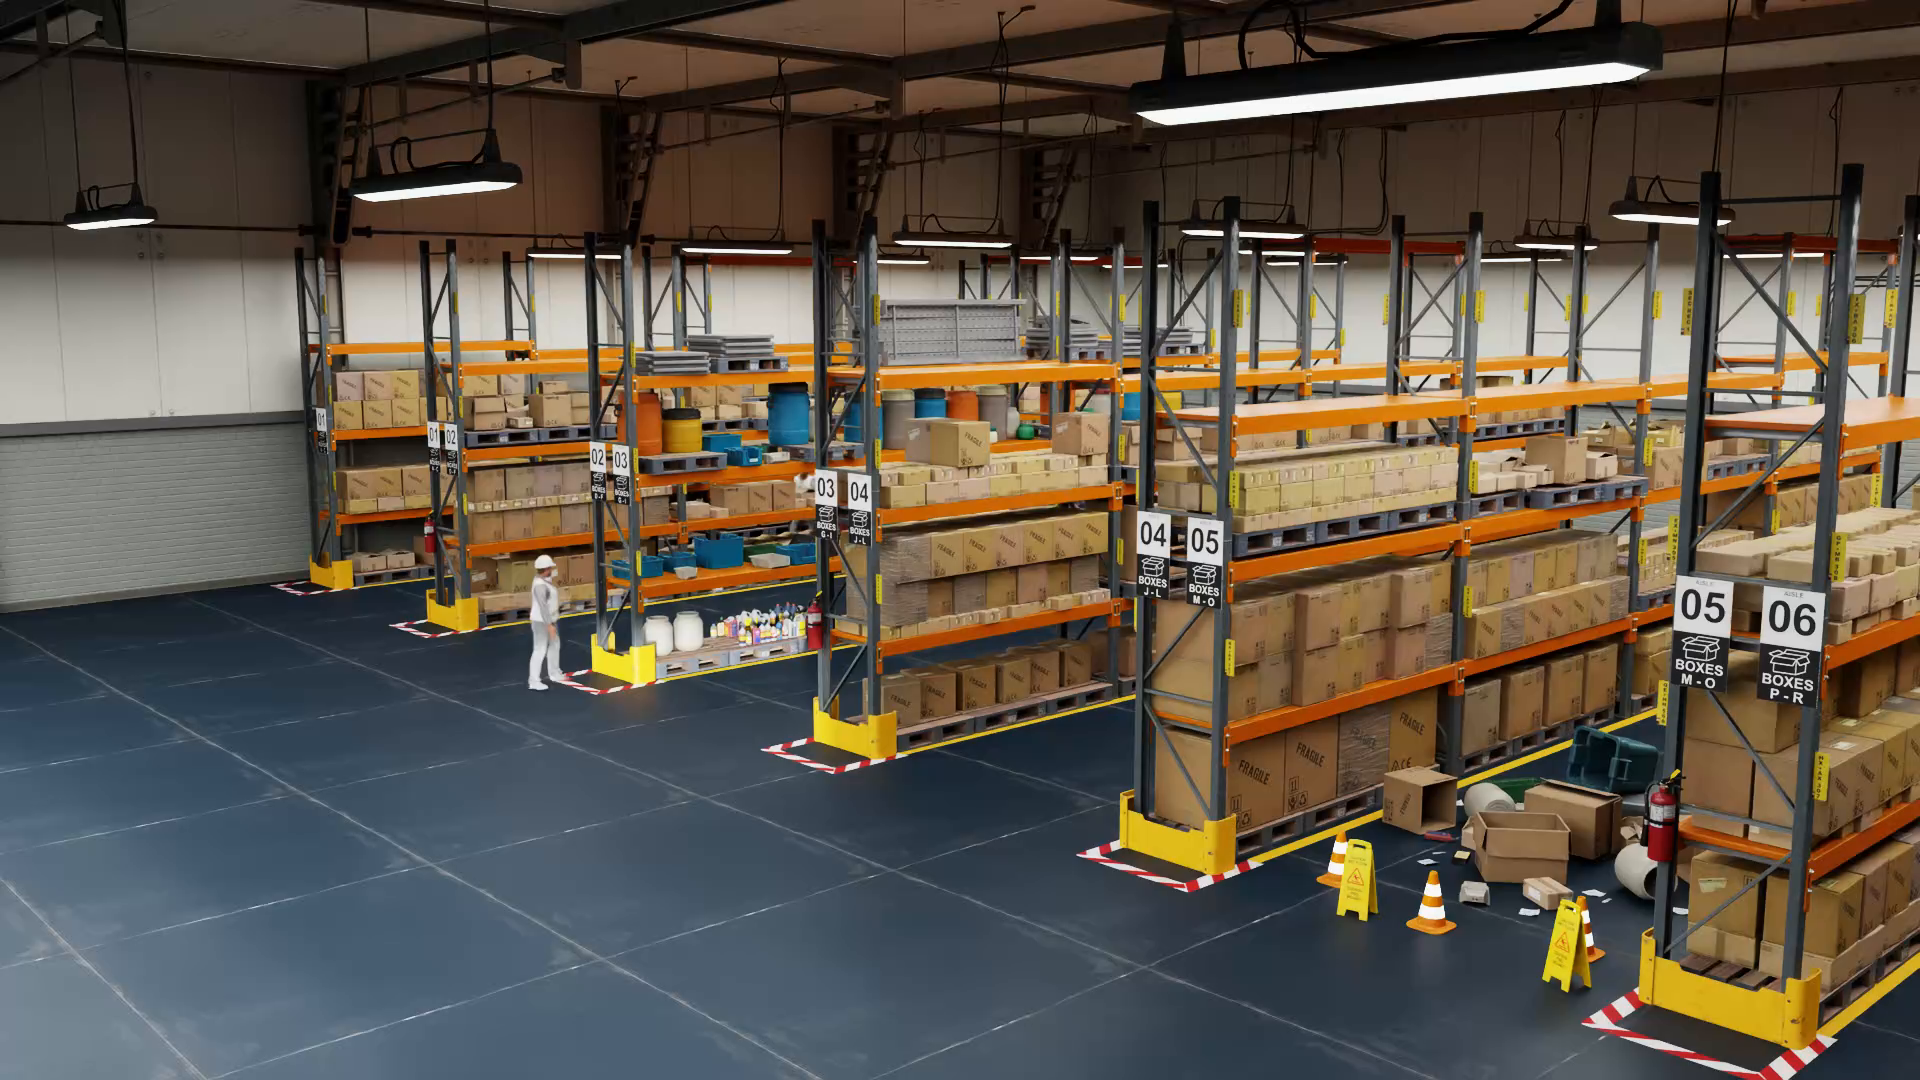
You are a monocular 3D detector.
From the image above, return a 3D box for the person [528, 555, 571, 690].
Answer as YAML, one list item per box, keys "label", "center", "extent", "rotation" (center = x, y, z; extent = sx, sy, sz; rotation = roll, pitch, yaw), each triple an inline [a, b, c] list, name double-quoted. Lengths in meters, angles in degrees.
- label: "person"
  center: [-5.488, 1.086, 22.077]
  extent: [0.474, 1.814, 0.674]
  rotation: [0, 8, -1]

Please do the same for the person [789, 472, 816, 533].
- label: "person"
  center: [-3.242, -0.748, 34.278]
  extent: [1.050, 1.718, 0.719]
  rotation: [-7, 11, -38]
